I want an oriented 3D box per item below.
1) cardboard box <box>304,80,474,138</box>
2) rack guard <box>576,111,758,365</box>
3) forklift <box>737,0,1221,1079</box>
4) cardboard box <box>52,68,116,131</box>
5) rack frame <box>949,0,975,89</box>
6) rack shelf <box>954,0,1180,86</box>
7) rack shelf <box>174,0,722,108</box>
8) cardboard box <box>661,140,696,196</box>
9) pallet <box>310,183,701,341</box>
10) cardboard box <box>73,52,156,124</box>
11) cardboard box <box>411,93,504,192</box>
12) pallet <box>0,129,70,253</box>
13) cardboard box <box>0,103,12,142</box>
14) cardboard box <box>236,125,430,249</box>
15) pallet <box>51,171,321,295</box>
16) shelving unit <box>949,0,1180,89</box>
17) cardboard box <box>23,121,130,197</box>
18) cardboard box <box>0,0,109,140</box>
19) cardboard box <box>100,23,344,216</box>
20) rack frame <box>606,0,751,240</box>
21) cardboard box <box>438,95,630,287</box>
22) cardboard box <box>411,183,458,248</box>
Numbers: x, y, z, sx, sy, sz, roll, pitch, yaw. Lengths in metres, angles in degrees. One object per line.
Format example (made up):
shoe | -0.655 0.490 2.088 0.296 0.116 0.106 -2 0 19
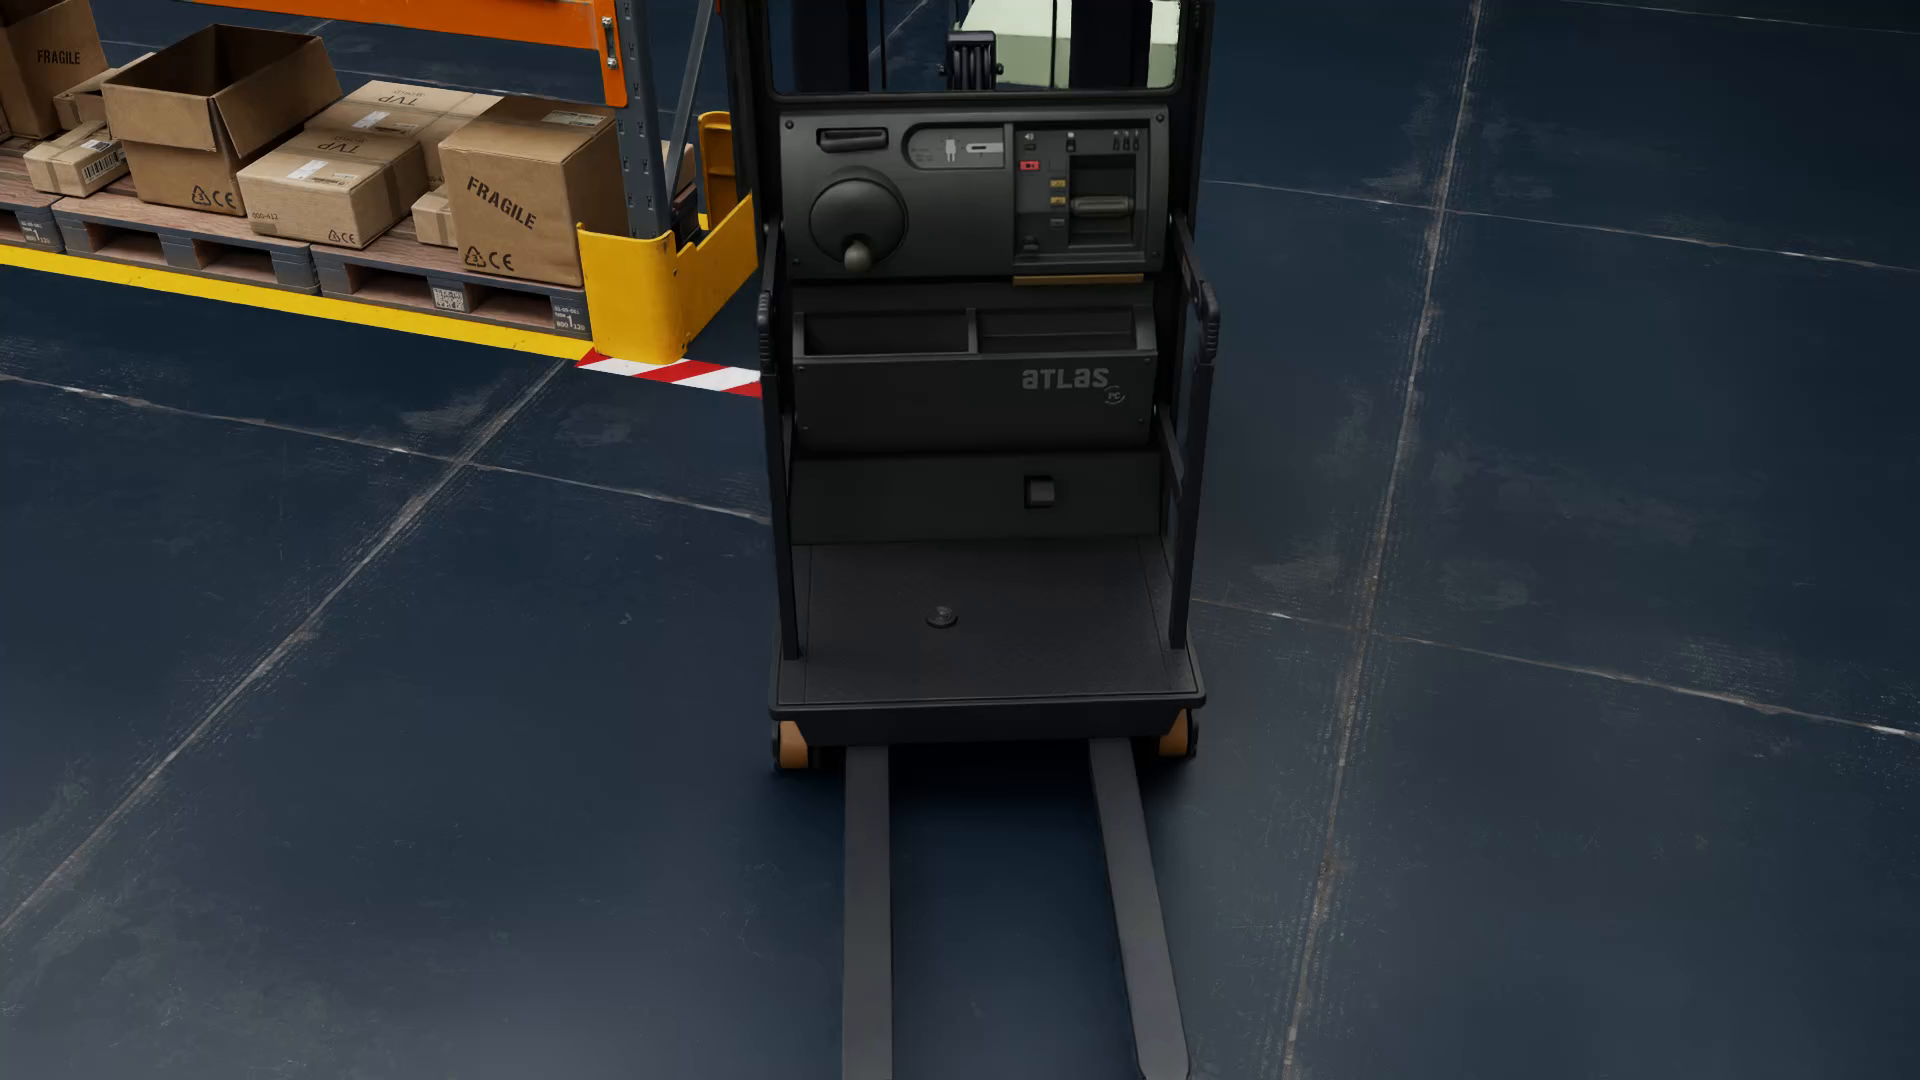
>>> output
cardboard box | -2.363 -1.692 6.967 0.500 0.250 0.500 10 38 14
rack guard | -1.046 -1.196 6.453 0.348 0.500 1.175 10 38 14
forklift | 0.050 -0.770 3.824 1.130 2.935 3.031 -2 36 -2
cardboard box | -3.787 -1.953 7.407 0.250 0.149 0.380 10 38 14
rack frame | 0.010 -1.281 5.725 0.023 1.500 0.400 6 37 8
rack shelf | 0.371 -1.559 5.444 0.720 0.370 0.431 6 37 8
rack shelf | -2.883 -2.253 6.388 4.000 0.370 1.077 10 38 14
cardboard box | -1.271 -1.487 6.773 0.250 0.149 0.380 10 38 14
pallet | -1.807 -1.220 6.730 1.213 0.211 1.003 10 38 14
cardboard box | -3.447 -1.918 7.222 0.500 0.311 0.500 10 38 14
cardboard box | -1.885 -1.604 6.847 0.500 0.250 0.500 10 38 14
pallet | -4.136 -1.651 7.316 1.213 0.211 1.003 10 38 14
cardboard box | -4.455 -1.794 7.054 0.500 0.311 0.500 10 38 14
cardboard box | -2.464 -1.401 6.571 0.500 0.250 0.500 10 38 14
pallet | -2.968 -1.437 7.024 1.213 0.211 1.003 10 38 14
shelving unit | 0.371 -1.245 5.675 0.755 1.500 0.431 6 37 8
cardboard box | -3.627 -1.589 6.897 0.250 0.166 0.380 10 38 14
cardboard box | -4.163 -2.127 7.346 0.500 0.500 0.500 10 38 14
cardboard box | -2.997 -1.739 6.817 0.637 0.503 0.797 10 38 14
rack frame | -0.974 -2.189 5.694 0.127 3.000 1.000 10 38 14
cardboard box | -1.566 -1.317 6.246 0.500 0.500 0.500 10 38 14
cardboard box | -1.926 -1.305 6.511 0.250 0.166 0.380 10 38 14
